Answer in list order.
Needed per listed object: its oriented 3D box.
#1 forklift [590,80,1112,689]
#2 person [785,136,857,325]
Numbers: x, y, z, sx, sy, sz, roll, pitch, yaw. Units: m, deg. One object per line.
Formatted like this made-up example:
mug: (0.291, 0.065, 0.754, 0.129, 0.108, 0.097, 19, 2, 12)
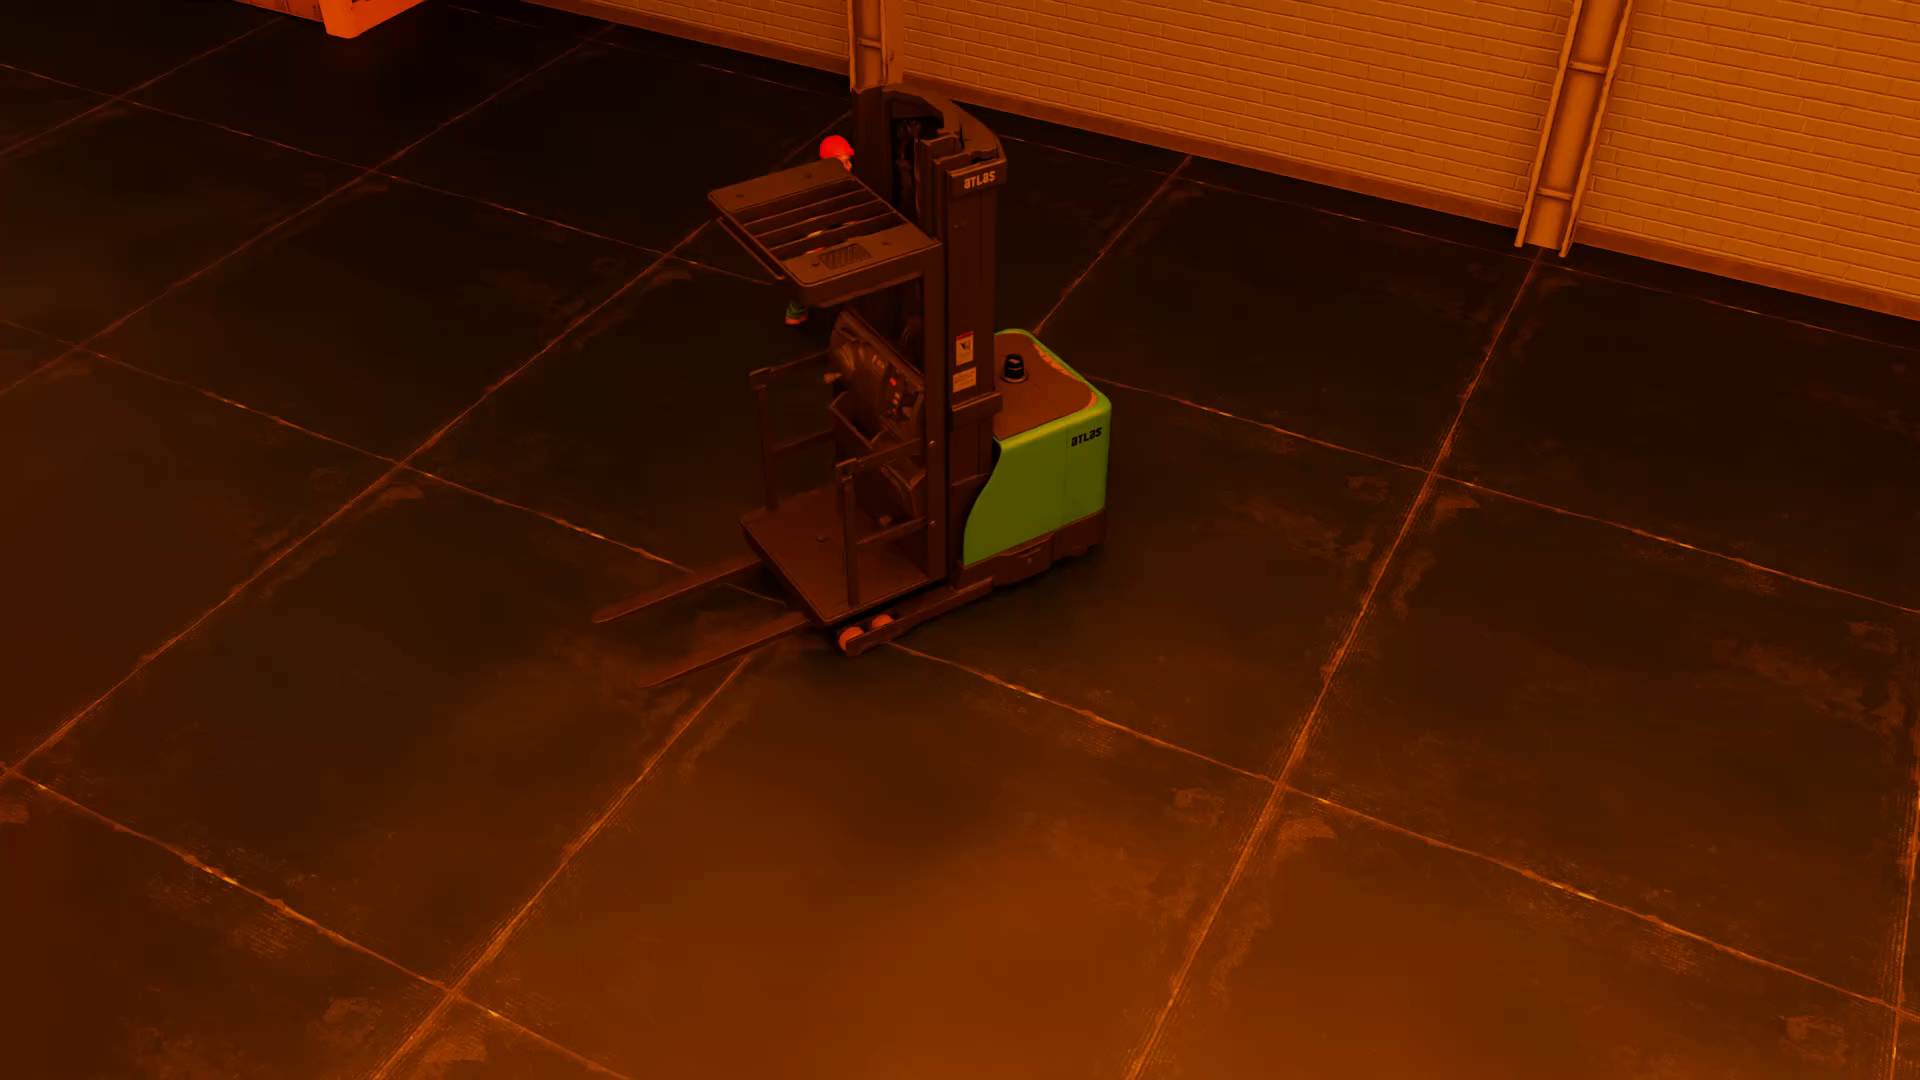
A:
forklift: (-0.633, -0.851, 8.997, 3.031, 2.935, 1.130, -22, 45, -24)
person: (-0.839, -2.077, 11.601, 0.898, 1.540, 0.777, 23, 45, 25)
